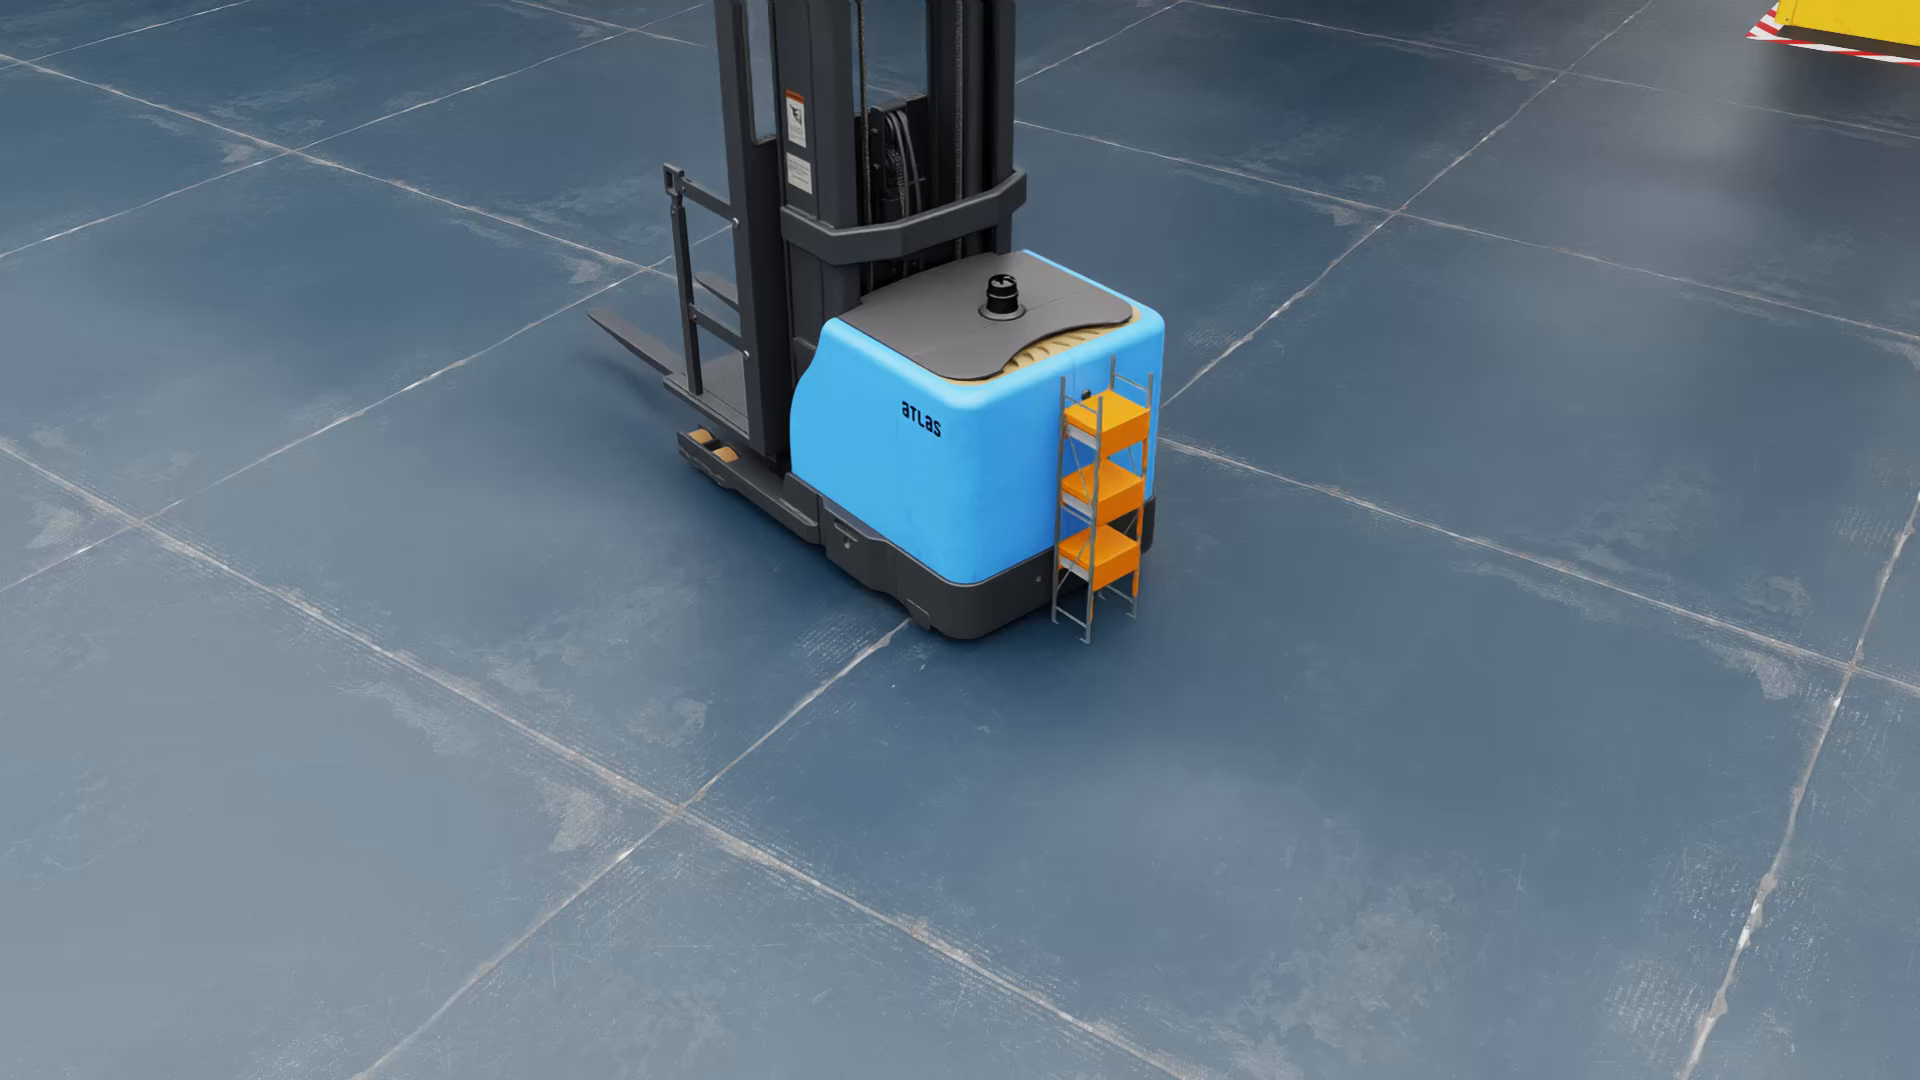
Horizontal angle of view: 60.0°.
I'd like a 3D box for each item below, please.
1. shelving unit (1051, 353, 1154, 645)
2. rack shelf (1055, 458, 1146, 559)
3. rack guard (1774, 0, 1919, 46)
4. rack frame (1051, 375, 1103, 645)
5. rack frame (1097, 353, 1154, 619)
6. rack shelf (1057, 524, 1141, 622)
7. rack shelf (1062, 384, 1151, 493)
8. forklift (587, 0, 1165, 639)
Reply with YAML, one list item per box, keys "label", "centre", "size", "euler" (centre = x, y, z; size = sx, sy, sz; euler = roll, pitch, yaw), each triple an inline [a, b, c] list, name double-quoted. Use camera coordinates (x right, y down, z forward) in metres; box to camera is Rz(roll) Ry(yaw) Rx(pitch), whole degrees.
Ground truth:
- label: "shelving unit"
  centre: [0.506, -0.133, 6.010]
  size: [0.252, 1.050, 0.215]
  euler: [-26, 42, -33]
- label: "rack shelf"
  centre: [0.506, -0.124, 6.016]
  size: [0.240, 0.259, 0.215]
  euler: [-26, 42, -33]
- label: "rack guard"
  centre: [6.684, -3.988, 12.201]
  size: [1.175, 0.500, 0.348]
  euler: [21, 39, 28]
- label: "rack frame"
  centre: [0.414, -0.089, 5.944]
  size: [0.008, 1.050, 0.200]
  euler: [-26, 42, -33]
- label: "rack frame"
  centre: [0.598, -0.178, 6.076]
  size: [0.008, 1.050, 0.200]
  euler: [-26, 42, -33]
- label: "rack shelf"
  centre: [0.506, 0.106, 6.171]
  size: [0.240, 0.259, 0.215]
  euler: [-26, 42, -33]
- label: "rack shelf"
  centre: [0.506, -0.360, 5.857]
  size: [0.240, 0.259, 0.215]
  euler: [-26, 42, -33]
- label: "forklift"
  centre: [-0.565, -1.604, 6.506]
  size: [1.130, 2.935, 3.031]
  euler: [-25, 41, -32]
